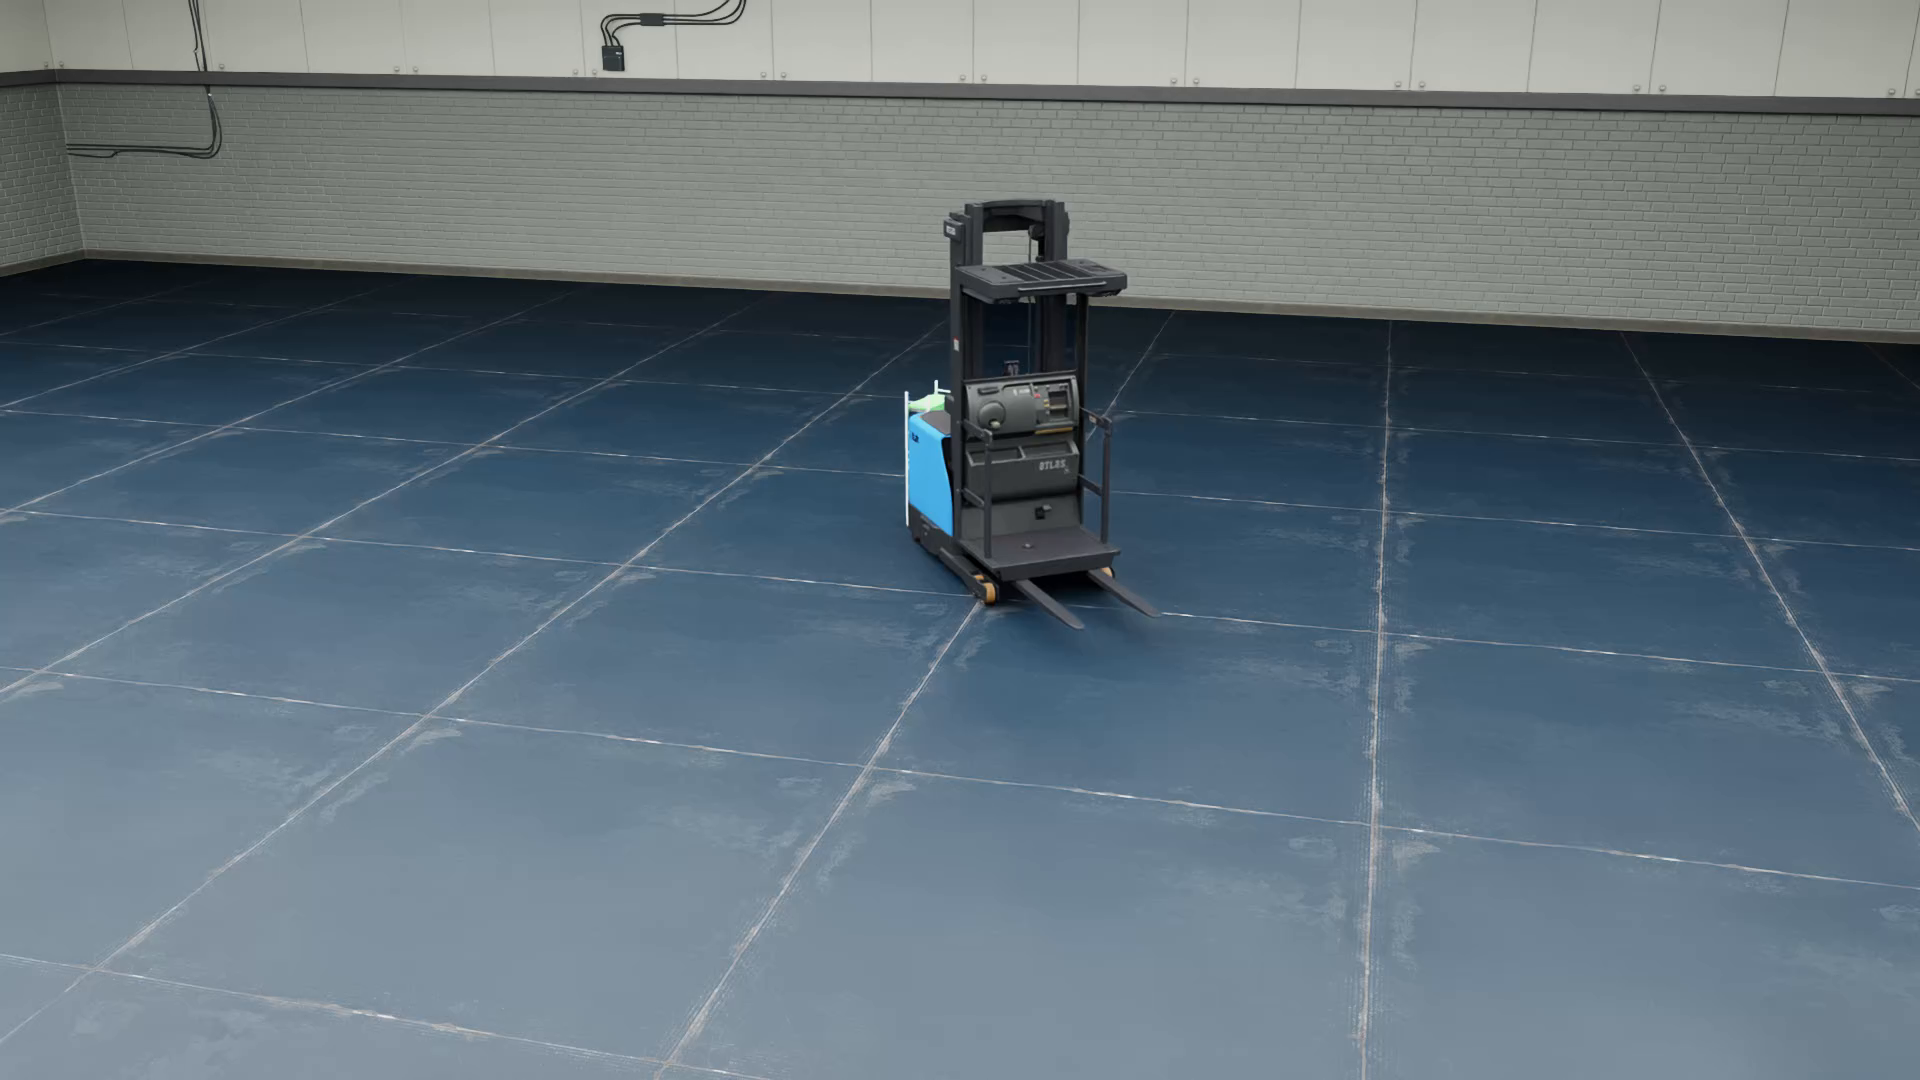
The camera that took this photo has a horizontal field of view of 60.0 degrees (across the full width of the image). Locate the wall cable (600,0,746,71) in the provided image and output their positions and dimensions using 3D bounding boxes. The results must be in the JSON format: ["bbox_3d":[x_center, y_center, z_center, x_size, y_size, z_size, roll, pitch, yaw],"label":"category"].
[{"bbox_3d":[-4.191,-9.757,23.568,2.305,6.003,0.169,5,19,13],"label":"wall cable"}]

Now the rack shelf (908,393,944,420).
[{"bbox_3d":[-0.238,-1.140,14.381,0.258,0.148,0.480,11,22,29],"label":"rack shelf"}]

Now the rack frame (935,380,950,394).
[{"bbox_3d":[-0.114,-0.814,14.715,0.240,1.200,0.015,11,22,29],"label":"rack frame"}]

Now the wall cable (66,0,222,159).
[{"bbox_3d":[-13.393,-7.432,26.830,3.097,2.526,0.112,5,19,13],"label":"wall cable"}]

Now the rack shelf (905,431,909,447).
[{"bbox_3d":[-0.238,-0.913,14.459,0.258,0.148,0.480,11,22,29],"label":"rack shelf"}]

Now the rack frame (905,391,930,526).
[{"bbox_3d":[-0.362,-0.678,14.317,0.240,1.200,0.015,11,22,29],"label":"rack frame"}]

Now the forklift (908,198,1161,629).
[{"bbox_3d":[0.570,-1.048,12.721,1.130,2.935,3.031,-7,20,-20],"label":"forklift"}]

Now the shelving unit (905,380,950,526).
[{"bbox_3d":[-0.238,-0.746,14.516,0.258,1.200,0.503,11,22,29],"label":"shelving unit"}]
